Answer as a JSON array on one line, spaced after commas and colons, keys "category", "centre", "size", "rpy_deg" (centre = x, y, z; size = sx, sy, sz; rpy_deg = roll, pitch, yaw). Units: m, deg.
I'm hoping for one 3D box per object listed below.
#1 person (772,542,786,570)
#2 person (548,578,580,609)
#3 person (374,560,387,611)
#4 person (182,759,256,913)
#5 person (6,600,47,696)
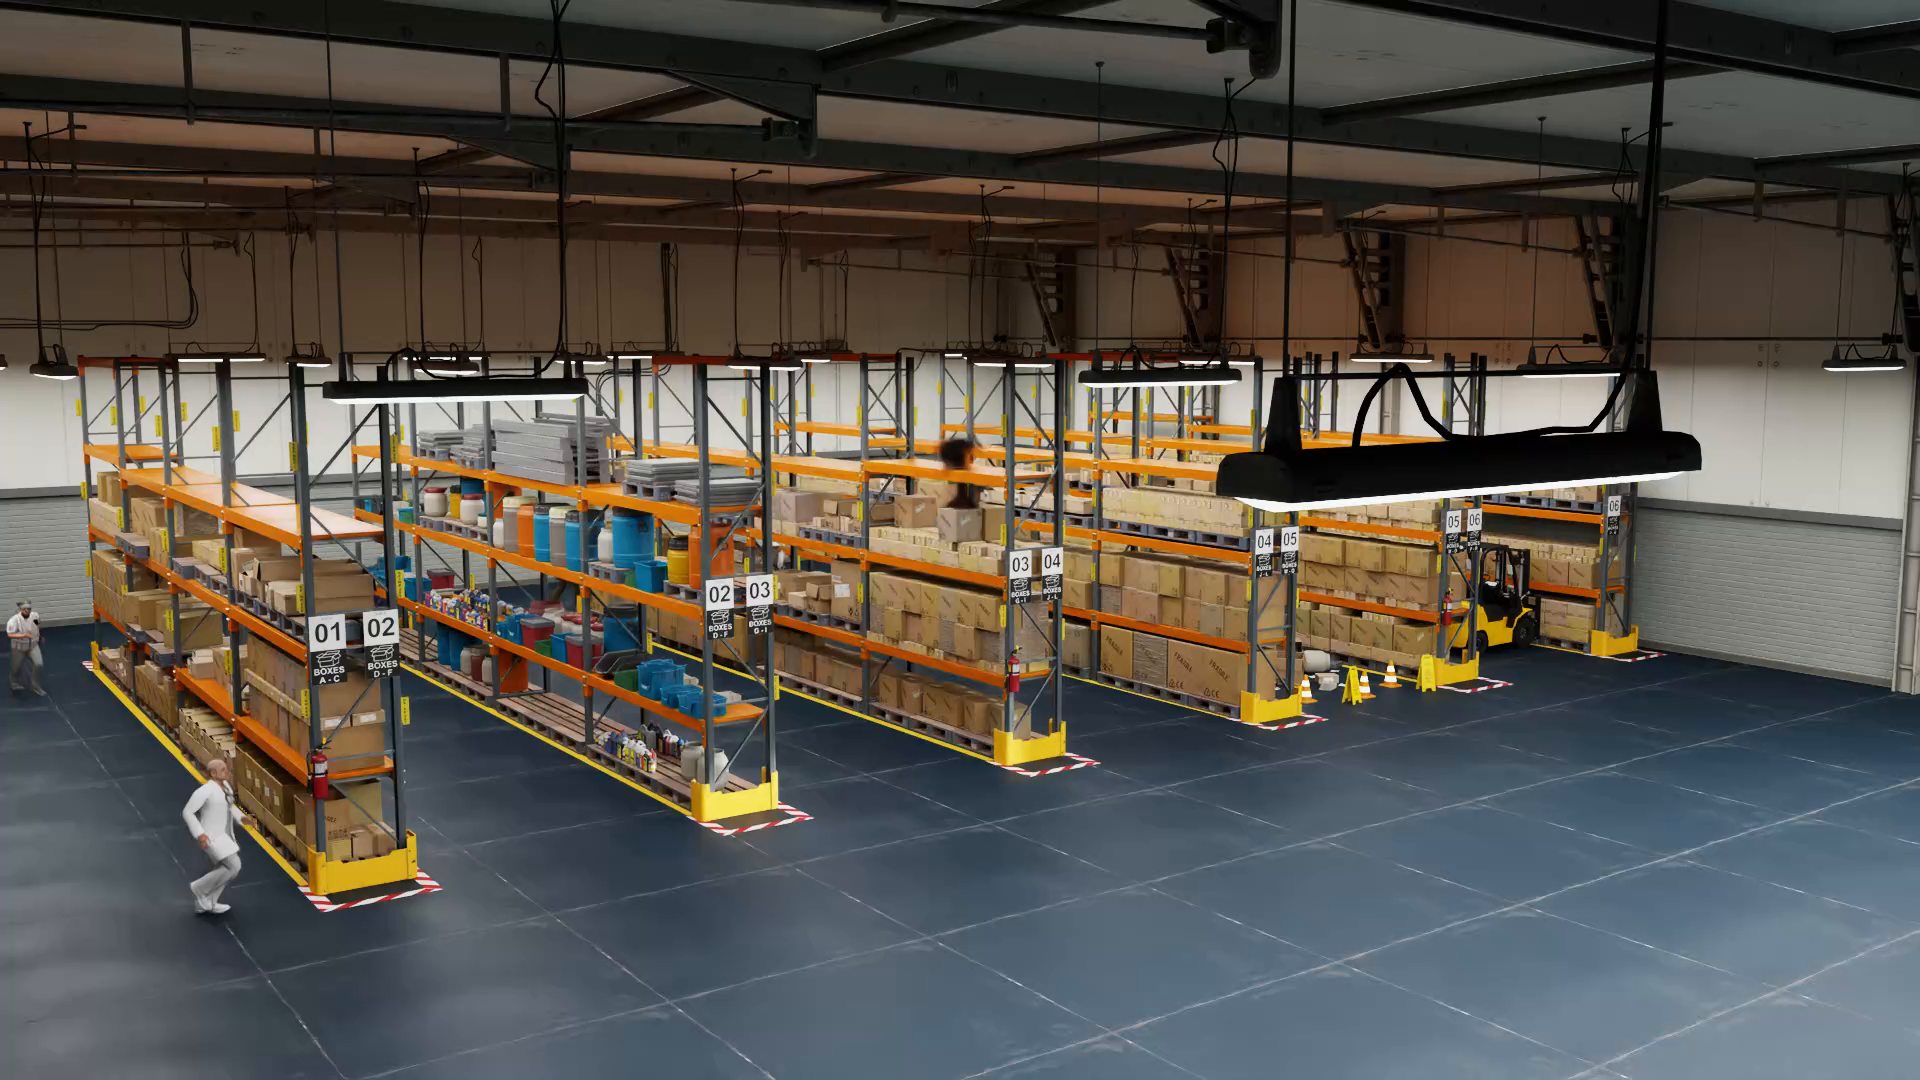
[{"category": "person", "centre": [-4.345, 0.844, 38.452], "size": [0.674, 1.703, 0.759], "rpy_deg": [-6, 9, -43]}, {"category": "person", "centre": [-9.070, 0.777, 38.535], "size": [1.096, 1.758, 0.674], "rpy_deg": [-3, 8, -24]}, {"category": "person", "centre": [-12.666, 1.213, 35.963], "size": [0.617, 1.569, 0.611], "rpy_deg": [-2, 7, -16]}, {"category": "person", "centre": [-8.118, 3.262, 18.263], "size": [0.691, 1.728, 0.699], "rpy_deg": [0, 7, 3]}, {"category": "person", "centre": [-16.608, 1.911, 29.556], "size": [0.997, 1.749, 0.681], "rpy_deg": [6, 9, 39]}]
